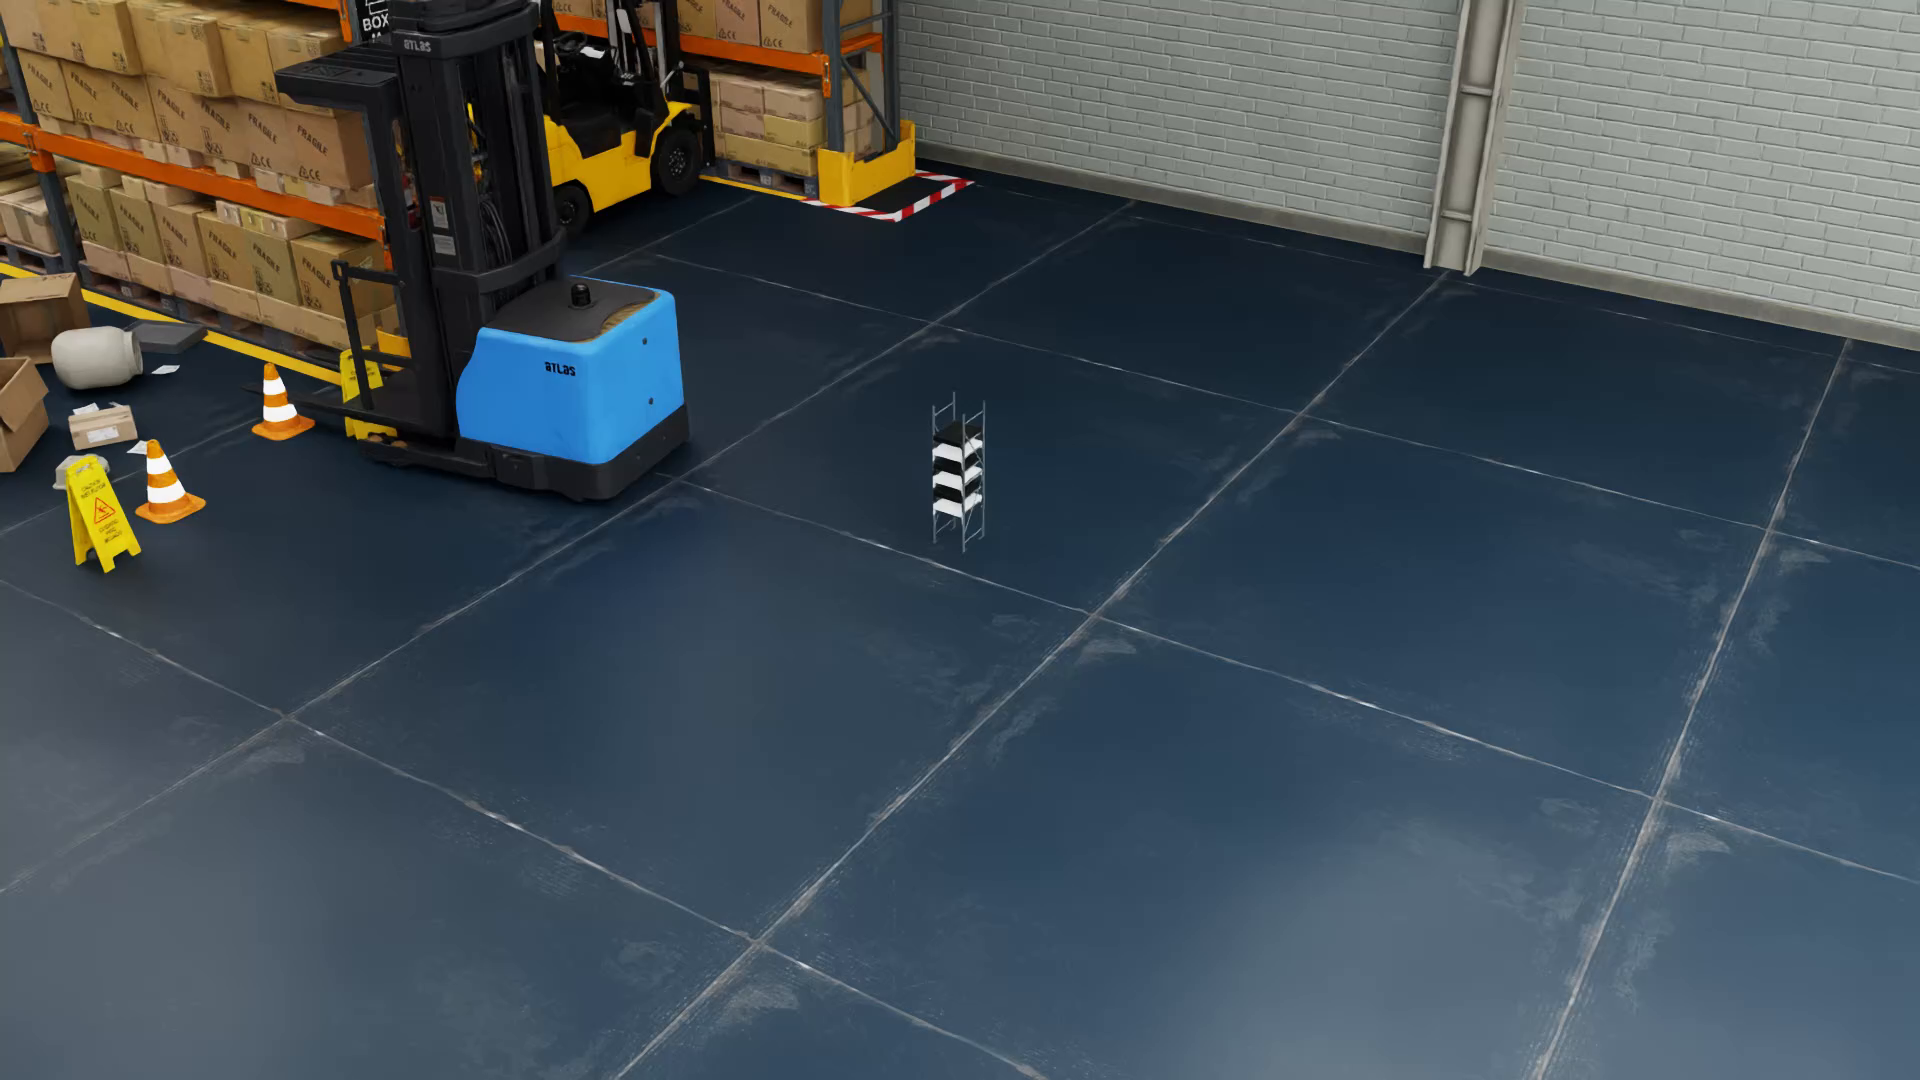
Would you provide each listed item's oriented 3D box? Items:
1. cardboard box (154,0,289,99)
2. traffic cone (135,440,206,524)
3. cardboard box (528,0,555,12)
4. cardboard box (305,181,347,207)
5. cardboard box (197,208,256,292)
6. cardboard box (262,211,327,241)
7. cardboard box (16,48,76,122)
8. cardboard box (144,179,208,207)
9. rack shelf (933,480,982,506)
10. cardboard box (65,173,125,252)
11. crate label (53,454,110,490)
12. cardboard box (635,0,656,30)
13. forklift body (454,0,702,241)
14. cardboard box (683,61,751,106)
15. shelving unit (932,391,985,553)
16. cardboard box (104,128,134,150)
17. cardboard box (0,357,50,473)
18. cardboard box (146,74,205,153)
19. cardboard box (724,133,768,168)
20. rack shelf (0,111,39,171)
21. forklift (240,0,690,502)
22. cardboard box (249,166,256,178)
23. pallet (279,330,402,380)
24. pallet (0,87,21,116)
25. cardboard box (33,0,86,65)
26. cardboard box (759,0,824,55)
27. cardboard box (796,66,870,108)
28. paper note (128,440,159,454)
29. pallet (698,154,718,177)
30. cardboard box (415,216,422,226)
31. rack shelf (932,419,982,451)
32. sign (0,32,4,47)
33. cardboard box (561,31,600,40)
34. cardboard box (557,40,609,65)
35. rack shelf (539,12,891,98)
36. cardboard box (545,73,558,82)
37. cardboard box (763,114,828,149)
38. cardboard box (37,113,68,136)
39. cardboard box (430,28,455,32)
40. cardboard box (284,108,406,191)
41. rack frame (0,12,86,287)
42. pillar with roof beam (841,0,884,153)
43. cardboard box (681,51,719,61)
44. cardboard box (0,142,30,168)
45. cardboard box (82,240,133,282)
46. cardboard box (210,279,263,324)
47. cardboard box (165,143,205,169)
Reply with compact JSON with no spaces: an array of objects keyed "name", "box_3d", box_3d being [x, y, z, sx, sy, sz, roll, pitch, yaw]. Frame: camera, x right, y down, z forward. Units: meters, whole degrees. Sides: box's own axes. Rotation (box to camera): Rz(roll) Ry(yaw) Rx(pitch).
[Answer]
[{"name":"cardboard box","box_3d":[-4.974,-3.369,11.334,0.500,0.500,0.700,17,34,27]},{"name":"traffic cone","box_3d":[-4.866,-0.395,10.140,0.334,0.463,0.336,18,35,27]},{"name":"cardboard box","box_3d":[-4.029,-5.495,16.265,0.500,0.500,0.500,17,34,26]},{"name":"cardboard box","box_3d":[-4.218,-2.411,11.328,0.250,0.149,0.380,17,34,27]},{"name":"cardboard box","box_3d":[-5.199,-2.188,12.264,0.500,0.500,0.500,17,34,26]},{"name":"cardboard box","box_3d":[-4.678,-2.261,11.746,0.250,0.149,0.380,19,35,29]},{"name":"cardboard box","box_3d":[-6.678,-3.497,12.545,0.500,0.500,0.500,17,35,27]},{"name":"cardboard box","box_3d":[-5.806,-2.620,12.360,0.250,0.149,0.380,20,36,30]},{"name":"rack shelf","box_3d":[-0.007,-0.284,9.762,0.200,0.077,0.258,18,35,27]},{"name":"cardboard box","box_3d":[-6.546,-2.606,12.981,0.500,0.500,0.500,19,35,30]},{"name":"crate label","box_3d":[-5.565,-0.438,10.537,0.298,0.136,0.250,1,30,2]},{"name":"cardboard box","box_3d":[-2.735,-5.083,15.559,0.500,0.500,0.500,18,35,28]},{"name":"forklift body","box_3d":[-3.454,-3.973,14.598,1.214,2.155,2.313,18,35,27]},{"name":"cardboard box","box_3d":[-2.303,-4.291,15.621,0.500,0.250,0.500,18,35,28]},{"name":"shelving unit","box_3d":[-0.007,-0.391,9.699,0.210,0.900,0.258,18,35,27]},{"name":"cardboard box","box_3d":[-6.132,-3.048,12.419,0.250,0.149,0.380,19,35,29]},{"name":"cardboard box","box_3d":[-6.348,-0.802,10.798,0.637,0.503,0.797,-4,30,-7]},{"name":"cardboard box","box_3d":[-5.383,-3.106,11.874,0.500,0.500,0.500,18,35,28]},{"name":"cardboard box","box_3d":[-1.861,-3.732,15.655,0.500,0.250,0.500,18,35,27]},{"name":"rack shelf","box_3d":[-8.596,-3.787,14.151,4.000,0.370,1.077,18,35,27]},{"name":"forklift","box_3d":[-3.350,-1.971,10.392,3.031,2.935,1.130,12,32,19]},{"name":"cardboard box","box_3d":[-4.800,-2.674,11.778,0.250,0.149,0.380,18,35,28]},{"name":"pallet","box_3d":[-4.248,-1.539,12.351,1.213,0.211,1.003,18,35,27]},{"name":"pallet","box_3d":[-7.472,-3.746,13.557,1.213,0.211,1.003,18,35,27]},{"name":"cardboard box","box_3d":[-6.224,-3.809,12.088,0.500,0.500,0.700,18,35,28]},{"name":"cardboard box","box_3d":[-1.435,-4.673,14.856,0.500,0.500,0.500,17,34,26]},{"name":"cardboard box","box_3d":[-1.185,-4.245,15.542,0.500,0.250,0.500,17,34,27]},{"name":"paper note","box_3d":[-5.373,-0.612,10.941,0.142,0.019,0.148,6,31,10]},{"name":"pallet","box_3d":[-2.578,-3.920,16.432,1.213,0.211,1.003,18,35,27]},{"name":"cardboard box","box_3d":[-4.071,-2.148,12.196,0.500,0.500,0.500,16,34,26]},{"name":"rack shelf","box_3d":[-0.007,-0.595,9.580,0.200,0.077,0.258,18,35,27]},{"name":"sign","box_3d":[-7.194,-3.824,12.352,0.005,0.325,0.100,18,35,27]},{"name":"cardboard box","box_3d":[-3.747,-5.058,16.935,0.500,0.250,0.500,18,35,28]},{"name":"cardboard box","box_3d":[-3.596,-4.702,16.326,0.500,0.250,0.500,18,35,27]},{"name":"rack shelf","box_3d":[-2.572,-4.835,15.948,4.000,0.370,1.077,18,35,27]},{"name":"cardboard box","box_3d":[-4.021,-4.630,16.698,0.500,0.250,0.500,17,34,27]},{"name":"cardboard box","box_3d":[-1.457,-3.817,15.304,0.500,0.250,0.500,17,34,27]},{"name":"cardboard box","box_3d":[-6.806,-3.232,12.736,0.250,0.149,0.380,17,34,27]},{"name":"cardboard box","box_3d":[-5.367,-5.183,17.771,0.625,0.625,0.875,17,34,27]},{"name":"cardboard box","box_3d":[-4.120,-2.690,11.162,0.500,0.500,0.500,17,34,26]},{"name":"rack frame","box_3d":[-6.902,-3.562,13.052,0.127,3.000,1.000,18,35,27]},{"name":"pillar with roof beam","box_3d":[-3.278,-5.935,11.166,0.400,9.000,9.100,18,35,27]},{"name":"cardboard box","box_3d":[-2.458,-4.656,16.247,0.500,0.250,0.500,17,34,26]},{"name":"cardboard box","box_3d":[-8.548,-3.125,14.493,0.625,0.372,0.950,19,35,29]},{"name":"cardboard box","box_3d":[-6.546,-2.283,13.170,0.500,0.250,0.500,16,34,25]},{"name":"cardboard box","box_3d":[-5.223,-1.866,12.456,0.500,0.250,0.500,16,34,26]},{"name":"cardboard box","box_3d":[-5.499,-2.830,12.046,0.250,0.149,0.380,17,34,27]}]
